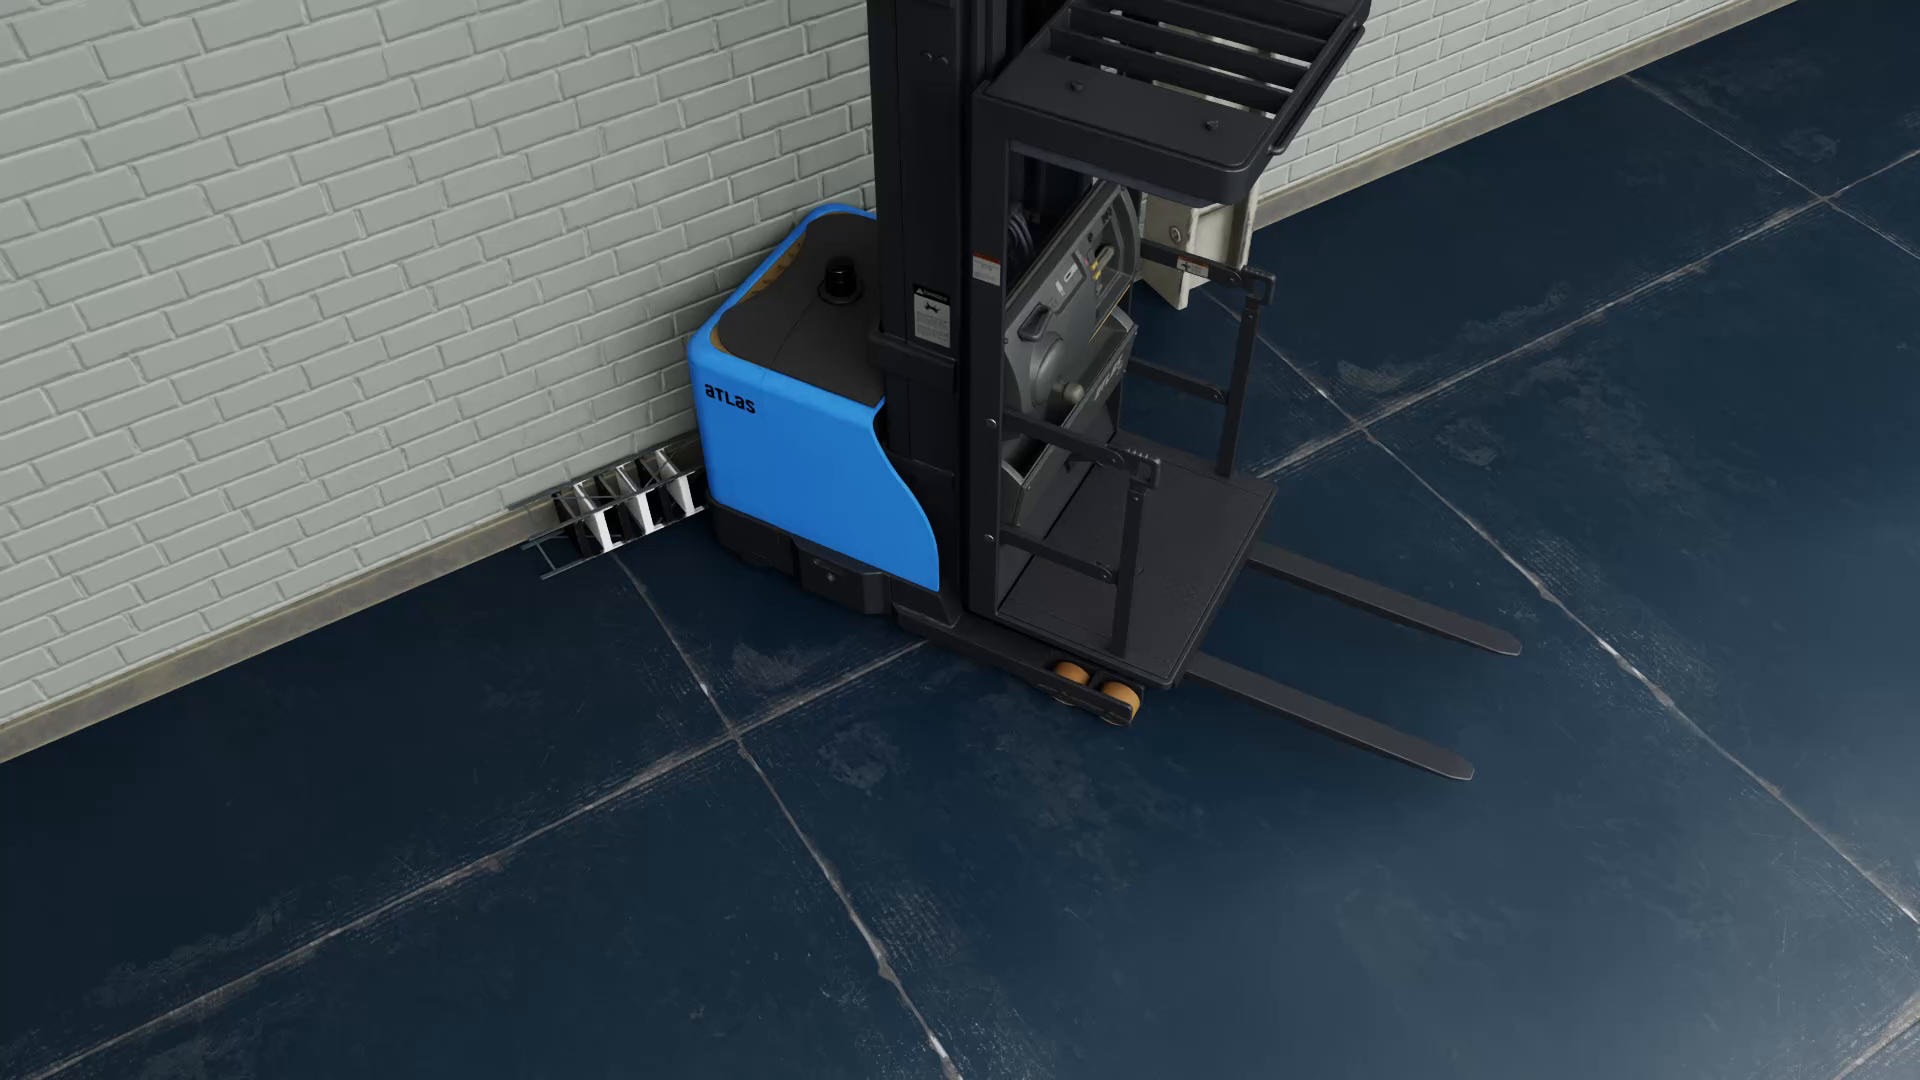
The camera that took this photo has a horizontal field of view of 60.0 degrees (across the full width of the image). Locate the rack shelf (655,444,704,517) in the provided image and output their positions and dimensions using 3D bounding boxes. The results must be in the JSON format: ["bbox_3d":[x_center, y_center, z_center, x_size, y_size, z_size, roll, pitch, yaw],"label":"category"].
[{"bbox_3d":[-1.144,-0.249,6.751,0.077,0.200,0.258,-25,45,-21],"label":"rack shelf"}]

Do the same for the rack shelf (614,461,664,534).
[{"bbox_3d":[-1.297,-0.177,6.687,0.077,0.200,0.258,-25,45,-21],"label":"rack shelf"}]

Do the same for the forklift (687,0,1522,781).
[{"bbox_3d":[0.557,-0.755,5.405,3.031,2.935,1.130,22,52,18],"label":"forklift"}]

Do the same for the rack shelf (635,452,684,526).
[{"bbox_3d":[-1.220,-0.213,6.719,0.077,0.200,0.258,-25,45,-21],"label":"rack shelf"}]

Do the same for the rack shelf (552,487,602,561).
[{"bbox_3d":[-1.525,-0.070,6.591,0.077,0.200,0.258,-25,45,-21],"label":"rack shelf"}]

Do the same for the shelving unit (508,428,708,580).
[{"bbox_3d":[-1.325,-0.164,6.675,0.900,0.210,0.258,-25,45,-21],"label":"shelving unit"}]

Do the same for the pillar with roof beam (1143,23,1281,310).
[{"bbox_3d":[3.383,-1.504,2.009,0.400,9.000,9.100,-25,53,-21],"label":"pillar with roof beam"}]

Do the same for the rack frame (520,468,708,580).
[{"bbox_3d":[-1.317,-0.088,6.742,0.900,0.006,0.240,-25,45,-21],"label":"rack frame"}]

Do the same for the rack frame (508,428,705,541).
[{"bbox_3d":[-1.332,-0.240,6.608,0.900,0.006,0.240,-25,45,-21],"label":"rack frame"}]

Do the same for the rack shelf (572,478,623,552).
[{"bbox_3d":[-1.449,-0.105,6.623,0.077,0.200,0.258,-25,45,-21],"label":"rack shelf"}]

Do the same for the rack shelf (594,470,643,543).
[{"bbox_3d":[-1.373,-0.141,6.655,0.077,0.200,0.258,-25,45,-21],"label":"rack shelf"}]
